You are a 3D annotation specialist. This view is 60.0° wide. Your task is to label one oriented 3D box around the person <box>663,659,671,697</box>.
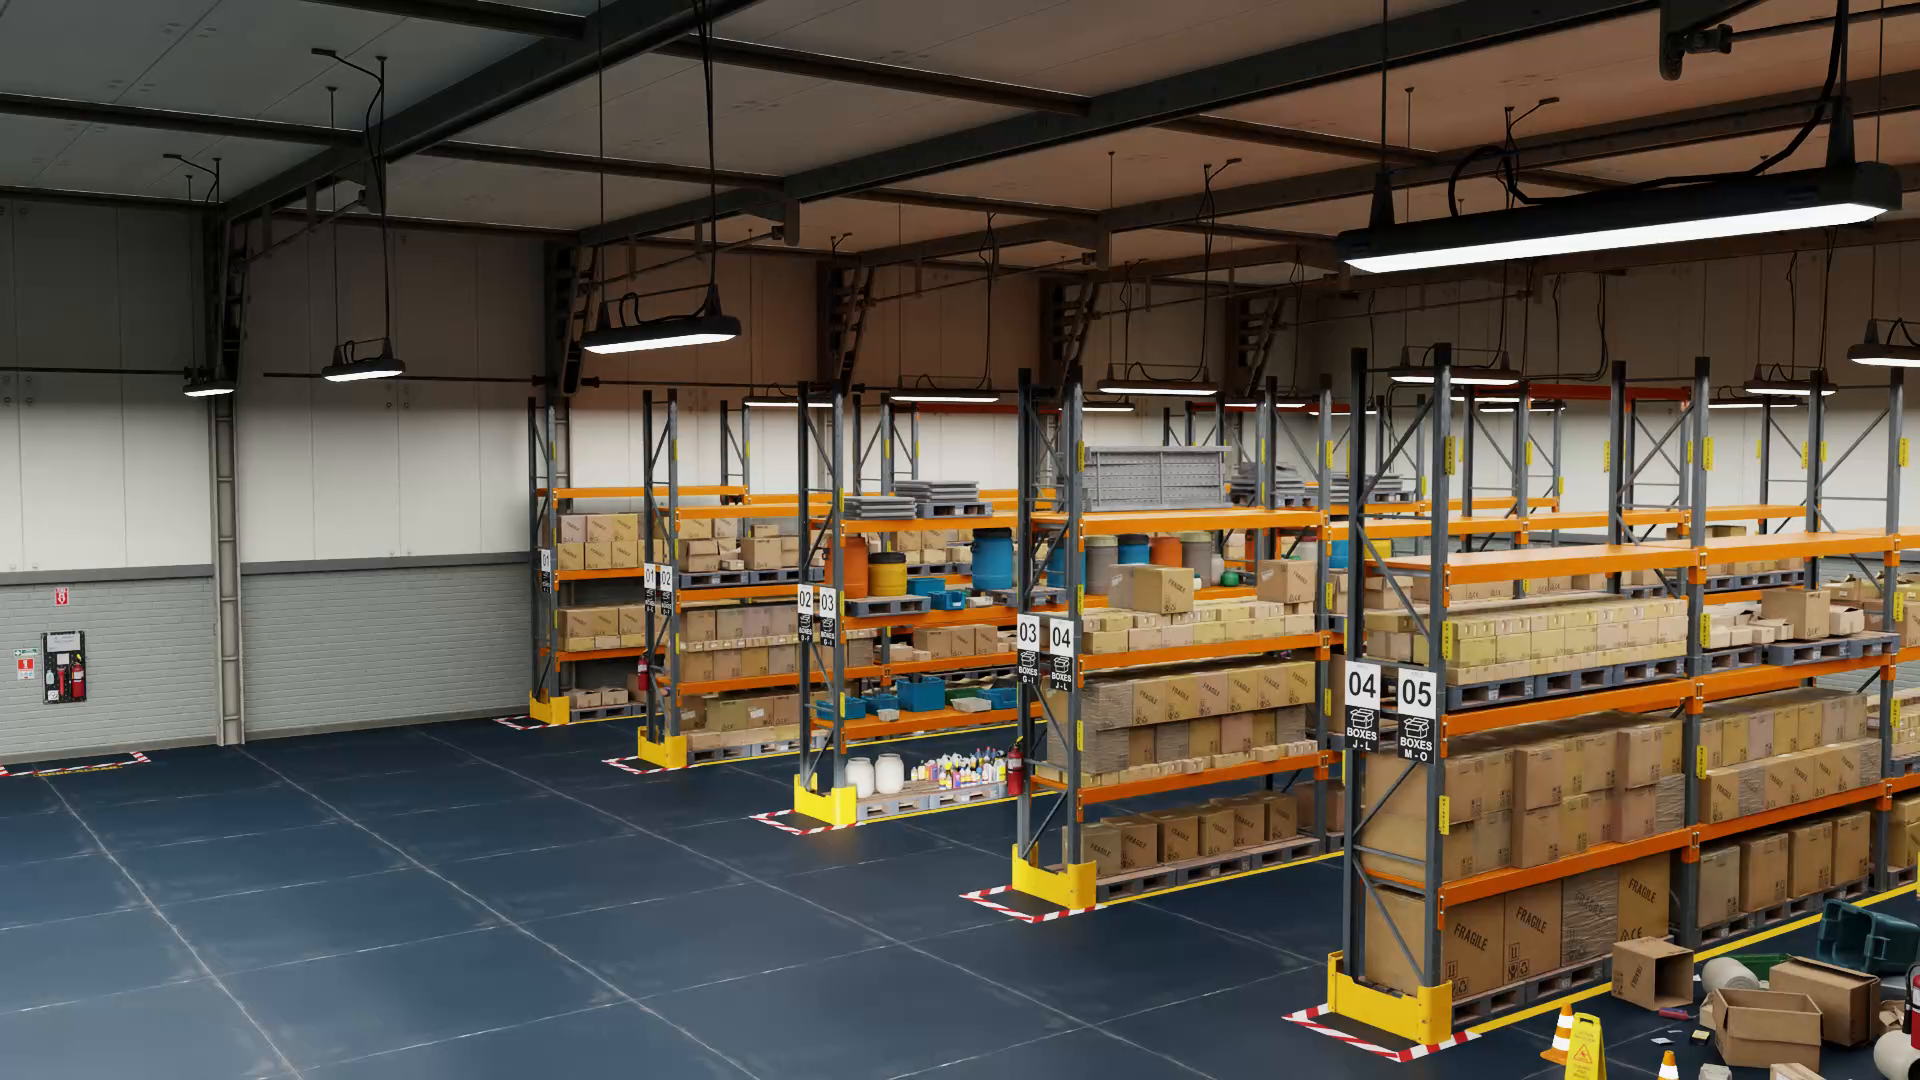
[{"bbox_3d":[-5.023,2.647,29.283,0.435,1.617,0.463,2,4,35],"label":"person"}]
